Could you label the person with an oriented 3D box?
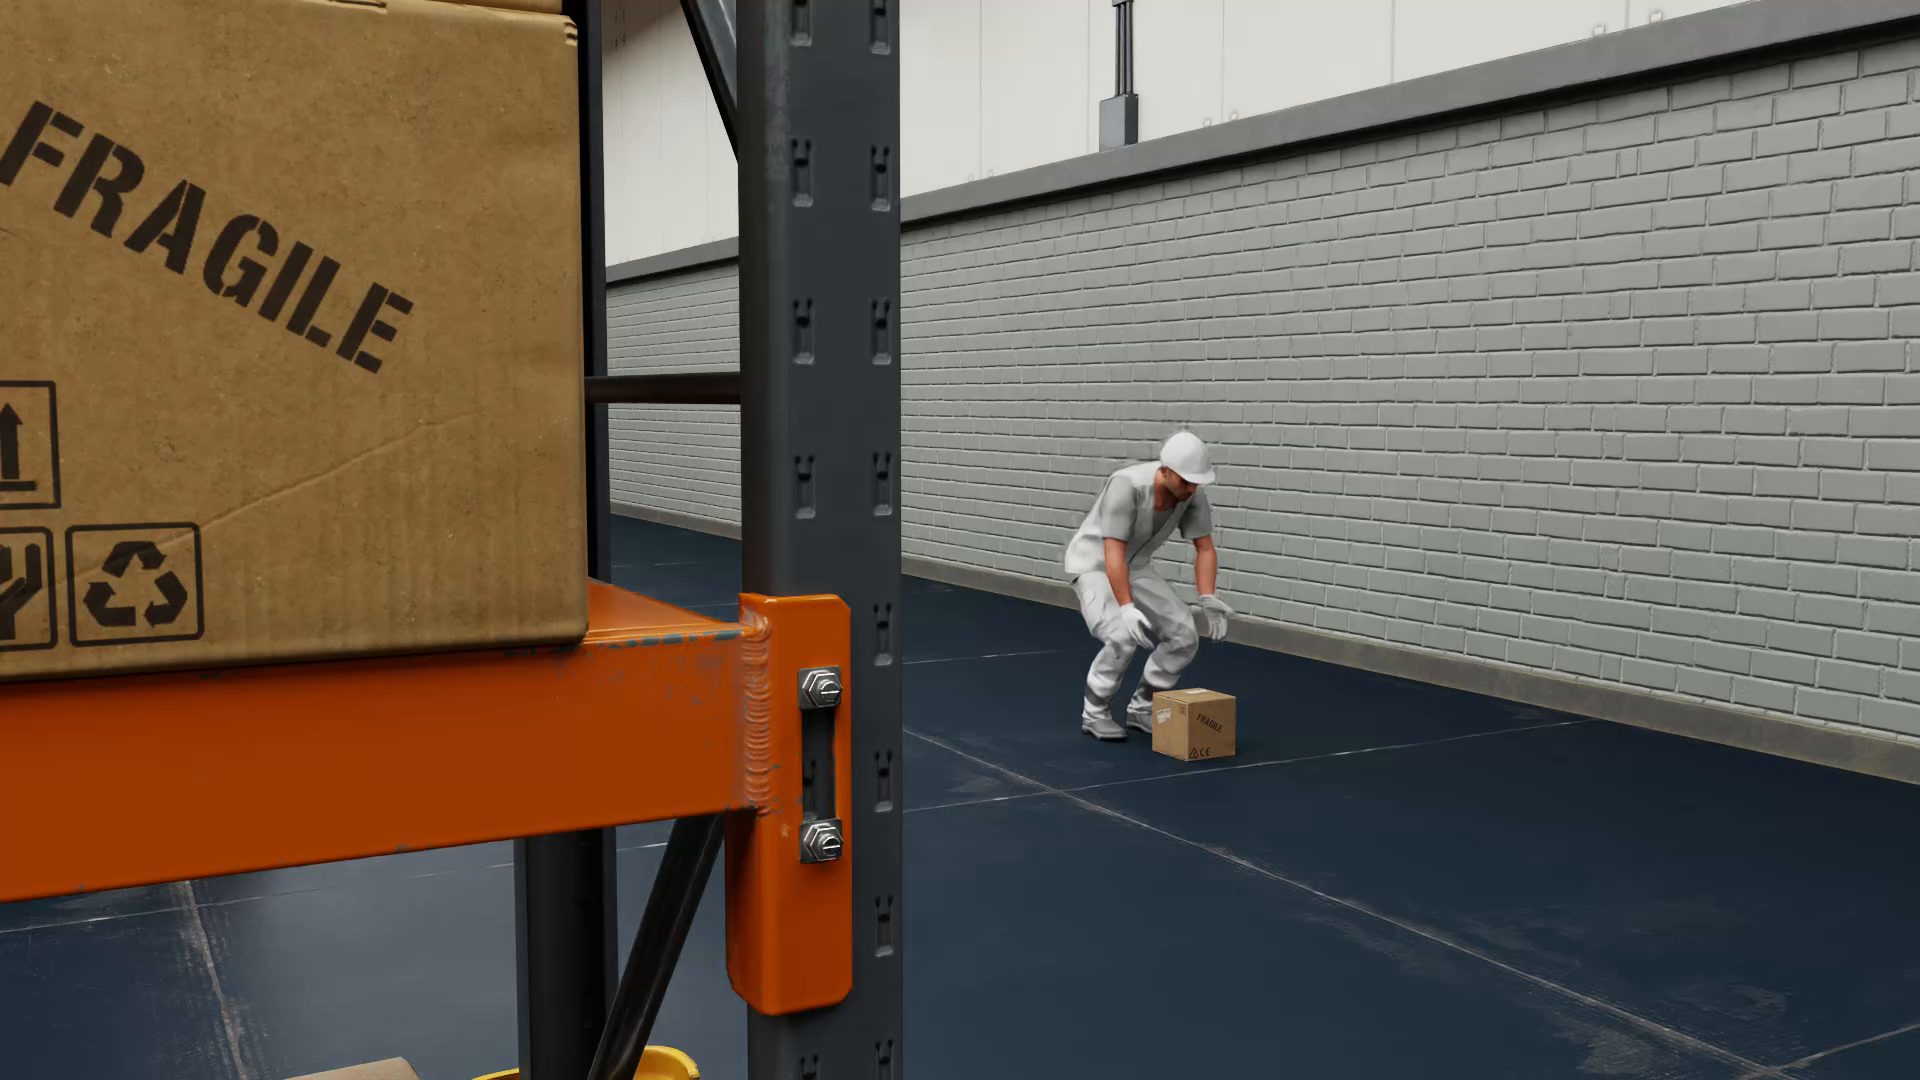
[{"bbox_3d":[0.826,0.197,7.321,0.584,1.351,0.795,-3,6,-29],"label":"person"}]
